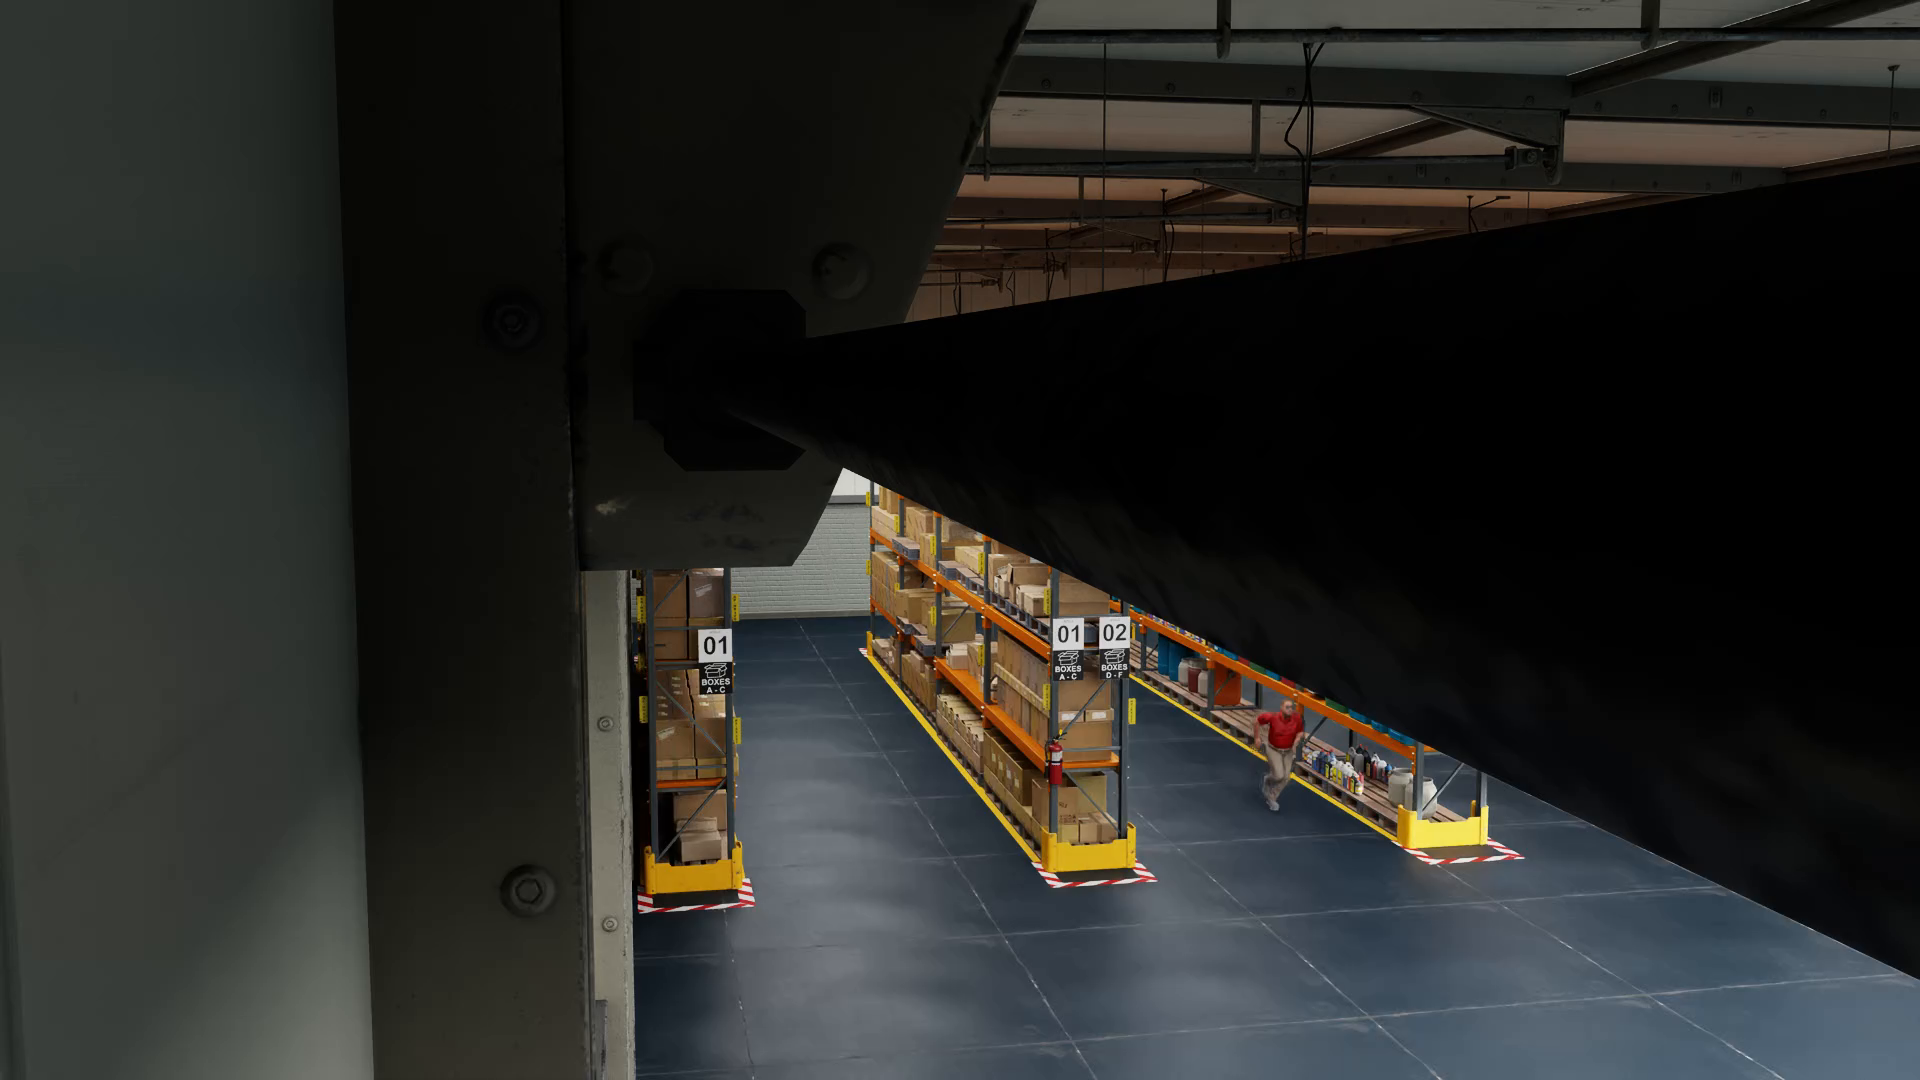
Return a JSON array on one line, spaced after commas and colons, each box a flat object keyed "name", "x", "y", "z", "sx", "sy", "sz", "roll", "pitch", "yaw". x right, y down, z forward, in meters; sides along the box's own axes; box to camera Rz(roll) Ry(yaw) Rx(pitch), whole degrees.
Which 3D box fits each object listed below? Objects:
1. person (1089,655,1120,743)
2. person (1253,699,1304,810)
[{"name": "person", "x": 2.447, "y": 2.509, "z": 28.322, "sx": 0.712, "sy": 1.764, "sz": 0.918, "roll": -3, "pitch": 7, "yaw": -25}, {"name": "person", "x": 4.568, "y": 3.050, "z": 23.647, "sx": 0.648, "sy": 1.649, "sz": 0.745, "roll": -2, "pitch": 6, "yaw": -17}]
